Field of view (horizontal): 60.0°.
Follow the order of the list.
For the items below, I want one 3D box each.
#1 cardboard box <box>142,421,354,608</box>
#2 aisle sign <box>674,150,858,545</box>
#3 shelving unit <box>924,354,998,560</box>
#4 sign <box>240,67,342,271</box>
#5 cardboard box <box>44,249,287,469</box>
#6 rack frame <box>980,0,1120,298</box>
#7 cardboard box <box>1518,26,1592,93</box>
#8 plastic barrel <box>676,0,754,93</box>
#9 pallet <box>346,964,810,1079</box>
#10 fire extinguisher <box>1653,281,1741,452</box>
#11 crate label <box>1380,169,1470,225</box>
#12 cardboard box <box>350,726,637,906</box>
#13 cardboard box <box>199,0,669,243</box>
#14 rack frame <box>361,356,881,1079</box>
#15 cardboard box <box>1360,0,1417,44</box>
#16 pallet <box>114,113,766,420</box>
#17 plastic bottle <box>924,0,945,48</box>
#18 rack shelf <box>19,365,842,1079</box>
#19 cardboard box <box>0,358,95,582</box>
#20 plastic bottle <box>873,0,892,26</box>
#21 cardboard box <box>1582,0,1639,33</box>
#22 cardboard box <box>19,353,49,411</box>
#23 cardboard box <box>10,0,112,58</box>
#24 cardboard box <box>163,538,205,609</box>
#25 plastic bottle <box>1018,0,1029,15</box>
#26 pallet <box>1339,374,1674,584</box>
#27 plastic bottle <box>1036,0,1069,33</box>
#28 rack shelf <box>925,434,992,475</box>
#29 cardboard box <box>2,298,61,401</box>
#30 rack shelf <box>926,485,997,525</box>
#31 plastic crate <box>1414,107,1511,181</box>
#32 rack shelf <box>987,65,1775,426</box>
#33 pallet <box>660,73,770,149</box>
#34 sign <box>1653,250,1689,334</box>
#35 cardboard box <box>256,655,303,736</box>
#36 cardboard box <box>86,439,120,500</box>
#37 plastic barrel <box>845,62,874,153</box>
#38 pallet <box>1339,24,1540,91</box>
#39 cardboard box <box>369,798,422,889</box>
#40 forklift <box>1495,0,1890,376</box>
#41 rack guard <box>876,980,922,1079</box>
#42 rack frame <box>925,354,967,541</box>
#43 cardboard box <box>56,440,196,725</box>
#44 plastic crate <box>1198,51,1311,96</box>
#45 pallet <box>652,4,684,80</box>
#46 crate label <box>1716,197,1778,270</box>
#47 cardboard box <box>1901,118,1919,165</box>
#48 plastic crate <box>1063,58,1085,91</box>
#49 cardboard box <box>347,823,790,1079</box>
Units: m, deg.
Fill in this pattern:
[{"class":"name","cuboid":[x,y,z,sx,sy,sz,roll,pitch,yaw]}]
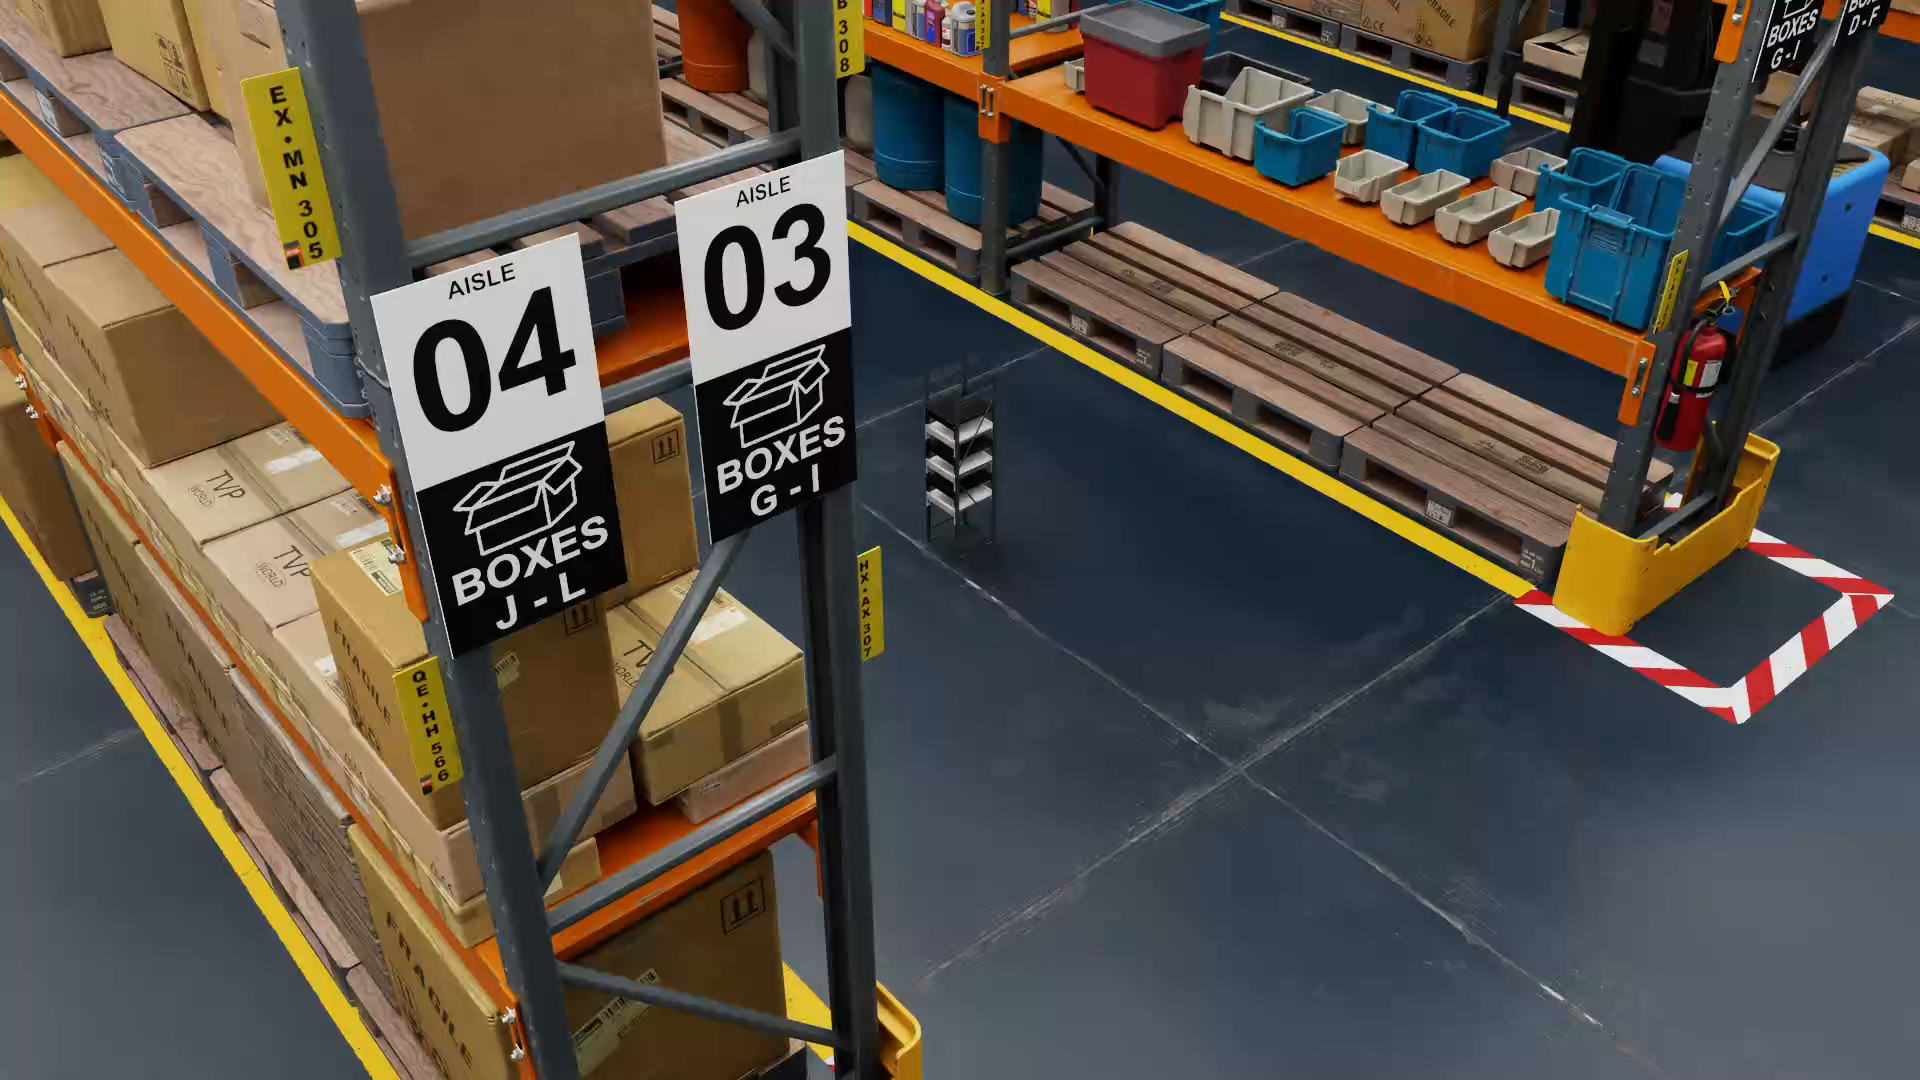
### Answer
[{"class":"cardboard box","cuboid":[-2.170,-0.096,5.163,0.500,0.250,0.500,-26,43,-32]},{"class":"aisle sign","cuboid":[-0.384,-0.385,3.449,0.394,0.787,0.004,-26,43,-32]},{"class":"shelving unit","cuboid":[0.005,-0.364,7.485,0.258,0.900,0.210,-26,43,-32]},{"class":"sign","cuboid":[-1.083,-0.601,2.710,0.100,0.325,0.005,-26,43,-32]},{"class":"cardboard box","cuboid":[-2.476,-0.621,5.255,0.500,0.500,0.500,-28,44,-33]},{"class":"rack frame","cuboid":[0.542,-2.857,9.189,1.000,3.000,0.127,-26,43,-32]},{"class":"cardboard box","cuboid":[4.434,-3.519,12.070,0.500,0.311,0.500,-26,43,-32]},{"class":"plastic barrel","cuboid":[-1.710,-3.699,11.892,0.600,0.830,0.708,-26,43,-32]},{"class":"pallet","cuboid":[-1.236,1.570,5.350,1.003,0.211,1.213,-26,43,-32]},{"class":"fire extinguisher","cuboid":[2.874,-0.671,6.492,0.296,0.674,0.183,-26,43,-32]},{"class":"crate label","cuboid":[2.085,-1.548,7.516,0.396,0.136,0.243,-26,43,-32]},{"class":"cardboard box","cuboid":[-1.175,0.581,4.207,0.500,0.250,0.500,-27,43,-32]},{"class":"cardboard box","cuboid":[-1.036,-0.931,3.337,0.700,0.500,0.500,-29,44,-34]},{"class":"rack frame","cuboid":[-0.660,0.756,4.087,1.000,3.000,0.127,-26,43,-32]},{"class":"cardboard box","cuboid":[3.479,-4.195,12.860,0.500,0.500,0.500,-26,43,-32]},{"class":"pallet","cuboid":[-1.147,-0.755,3.703,1.003,0.211,1.213,-26,43,-32]},{"class":"plastic bottle","cuboid":[-0.143,-2.948,9.418,0.061,0.283,0.133,-26,43,-32]},{"class":"rack shelf","cuboid":[-1.951,0.167,5.542,1.077,0.370,4.000,-26,43,-32]},{"class":"cardboard box","cuboid":[-3.669,-0.589,7.462,1.225,0.875,0.875,-26,43,-32]},{"class":"plastic bottle","cuboid":[-0.420,-3.202,9.719,0.144,0.351,0.185,-26,43,-32]},{"class":"cardboard box","cuboid":[4.913,-3.717,12.185,0.500,0.500,0.500,-26,43,-32]},{"class":"cardboard box","cuboid":[-3.304,-0.653,6.294,0.380,0.149,0.250,-26,43,-32]},{"class":"cardboard box","cuboid":[-2.118,-1.641,4.340,0.700,0.500,0.500,-24,42,-30]},{"class":"cardboard box","cuboid":[-2.297,0.035,5.323,0.380,0.149,0.250,-27,44,-33]},{"class":"plastic bottle","cuboid":[0.394,-3.272,9.886,0.097,0.271,0.097,0,35,0]},{"class":"pallet","cuboid":[2.621,-0.332,8.036,1.003,0.211,1.213,-26,43,-32]},{"class":"plastic bottle","cuboid":[0.537,-3.131,9.619,0.144,0.351,0.185,-26,43,-32]},{"class":"rack shelf","cuboid":[0.005,-0.410,7.452,0.258,0.077,0.200,-26,43,-32]},{"class":"cardboard box","cuboid":[-3.138,-0.765,6.107,0.500,0.250,0.500,-27,43,-33]},{"class":"rack shelf","cuboid":[0.005,-0.190,7.608,0.258,0.077,0.200,-26,43,-32]},{"class":"plastic crate","cuboid":[2.366,-1.860,7.875,0.416,0.233,0.300,-26,43,-32]},{"class":"rack shelf","cuboid":[1.833,-1.681,8.150,1.077,0.370,4.000,-26,43,-32]},{"class":"pallet","cuboid":[-1.498,-3.153,12.019,1.003,0.211,1.213,-26,43,-32]},{"class":"sign","cuboid":[2.714,-0.945,6.348,0.100,0.325,0.005,-26,43,-32]},{"class":"cardboard box","cuboid":[-1.801,0.374,4.844,0.380,0.149,0.250,-27,43,-33]},{"class":"cardboard box","cuboid":[-2.793,-0.305,5.803,0.380,0.149,0.250,-27,44,-33]},{"class":"plastic barrel","cuboid":[-0.549,-2.855,10.975,0.421,0.512,0.421,0,35,0]},{"class":"pallet","cuboid":[3.775,-3.910,13.088,1.003,0.211,1.213,-26,43,-32]},{"class":"cardboard box","cuboid":[-1.310,0.710,4.369,0.380,0.149,0.250,-26,43,-31]},{"class":"forklift","cuboid":[3.615,-2.842,9.226,1.130,2.935,3.031,-25,42,-31]},{"class":"rack guard","cuboid":[-0.644,1.787,4.795,1.175,0.500,0.348,-26,43,-32]},{"class":"rack frame","cuboid":[-0.060,-0.409,7.548,0.240,0.900,0.006,-26,43,-32]},{"class":"cardboard box","cuboid":[-2.876,0.007,6.620,0.875,0.875,0.875,-26,43,-32]},{"class":"plastic crate","cuboid":[1.470,-2.375,8.695,0.437,0.125,0.590,-26,43,-32]},{"class":"pallet","cuboid":[-2.509,-3.842,12.992,1.003,0.211,1.213,-26,43,-32]},{"class":"crate label","cuboid":[3.216,-1.279,7.054,0.416,0.233,0.303,-26,43,-32]},{"class":"cardboard box","cuboid":[6.453,-2.561,10.769,0.500,0.250,0.500,-26,43,-32]},{"class":"plastic crate","cuboid":[0.734,-2.515,8.882,0.396,0.136,0.243,-26,43,-32]},{"class":"cardboard box","cuboid":[-1.134,1.199,4.937,0.875,0.875,0.875,-26,43,-32]}]
